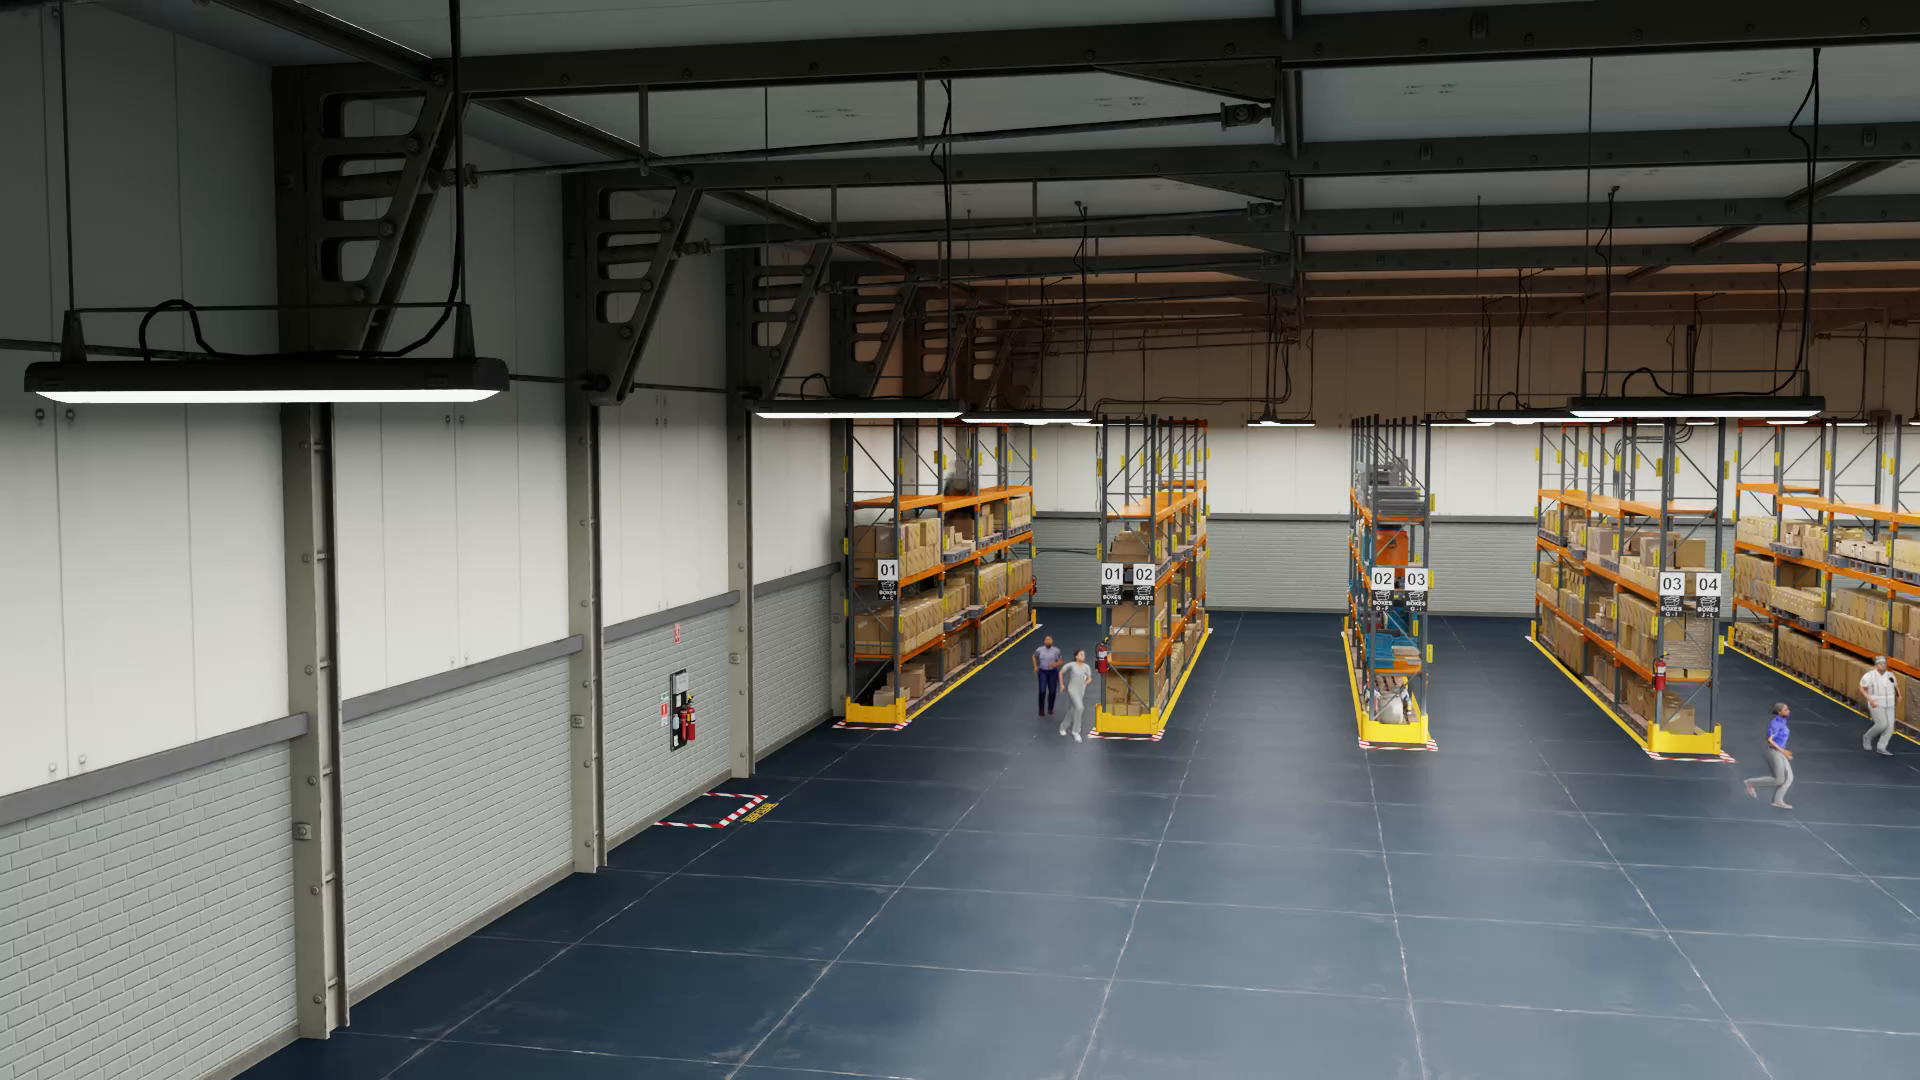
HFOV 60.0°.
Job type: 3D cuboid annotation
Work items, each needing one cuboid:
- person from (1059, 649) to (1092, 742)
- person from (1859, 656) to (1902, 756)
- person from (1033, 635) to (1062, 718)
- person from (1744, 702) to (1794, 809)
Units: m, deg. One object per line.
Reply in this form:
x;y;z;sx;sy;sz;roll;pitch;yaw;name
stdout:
2.179;2.840;30.737;0.568;1.659;0.771;-2;4;-30;person
16.290;2.911;29.331;0.656;1.731;0.539;0;4;1;person
1.739;2.710;33.018;0.577;1.660;0.682;0;4;0;person
12.289;3.249;25.202;0.674;1.614;0.562;3;5;35;person
